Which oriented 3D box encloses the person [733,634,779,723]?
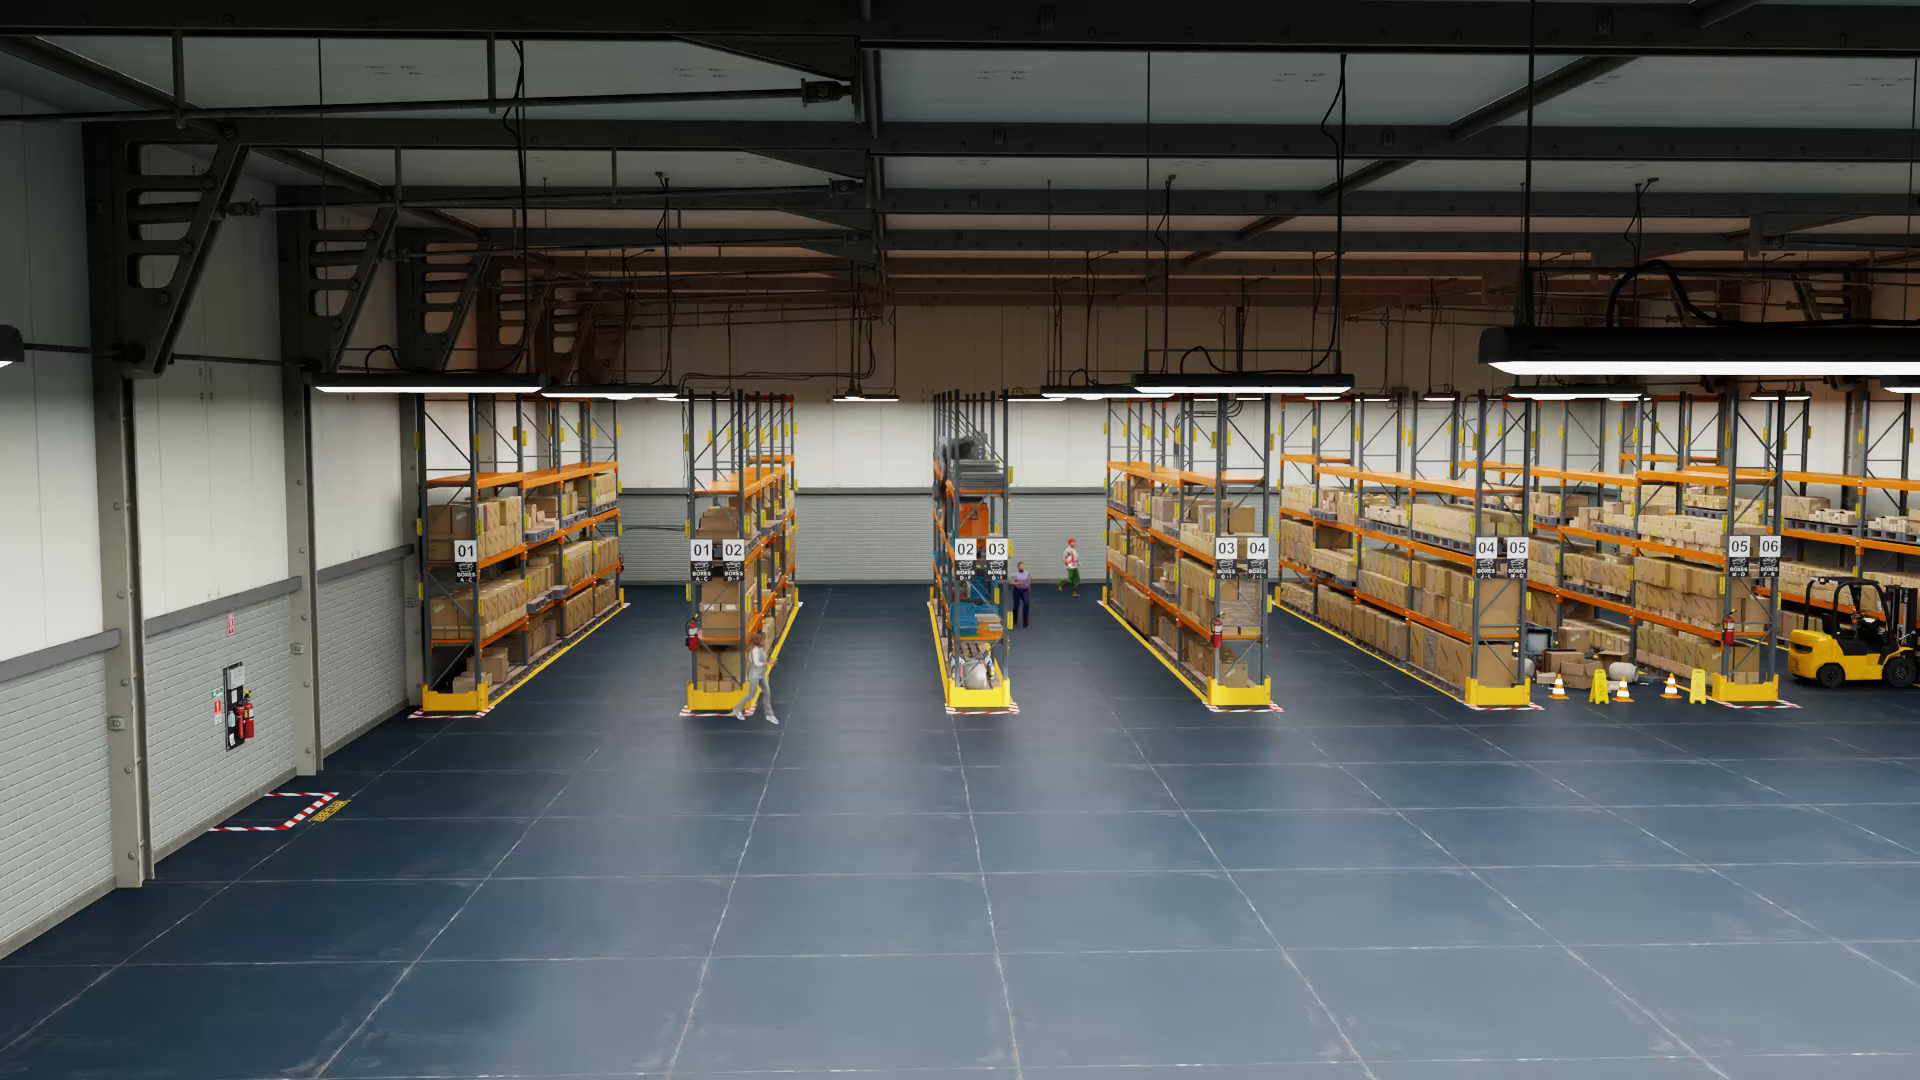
[{"bbox_3d":[-3.661,2.472,29.770,0.861,1.609,0.507,1,5,16],"label":"person"}]

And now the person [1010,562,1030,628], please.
[{"bbox_3d":[1.561,1.410,42.918,0.581,1.694,0.841,-1,5,-11],"label":"person"}]

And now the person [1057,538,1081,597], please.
[{"bbox_3d":[3.294,0.819,49.514,0.745,1.756,0.663,3,5,30],"label":"person"}]

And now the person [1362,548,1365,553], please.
[{"bbox_3d":[11.317,1.079,46.635,0.702,1.705,0.719,-1,5,-13],"label":"person"}]
